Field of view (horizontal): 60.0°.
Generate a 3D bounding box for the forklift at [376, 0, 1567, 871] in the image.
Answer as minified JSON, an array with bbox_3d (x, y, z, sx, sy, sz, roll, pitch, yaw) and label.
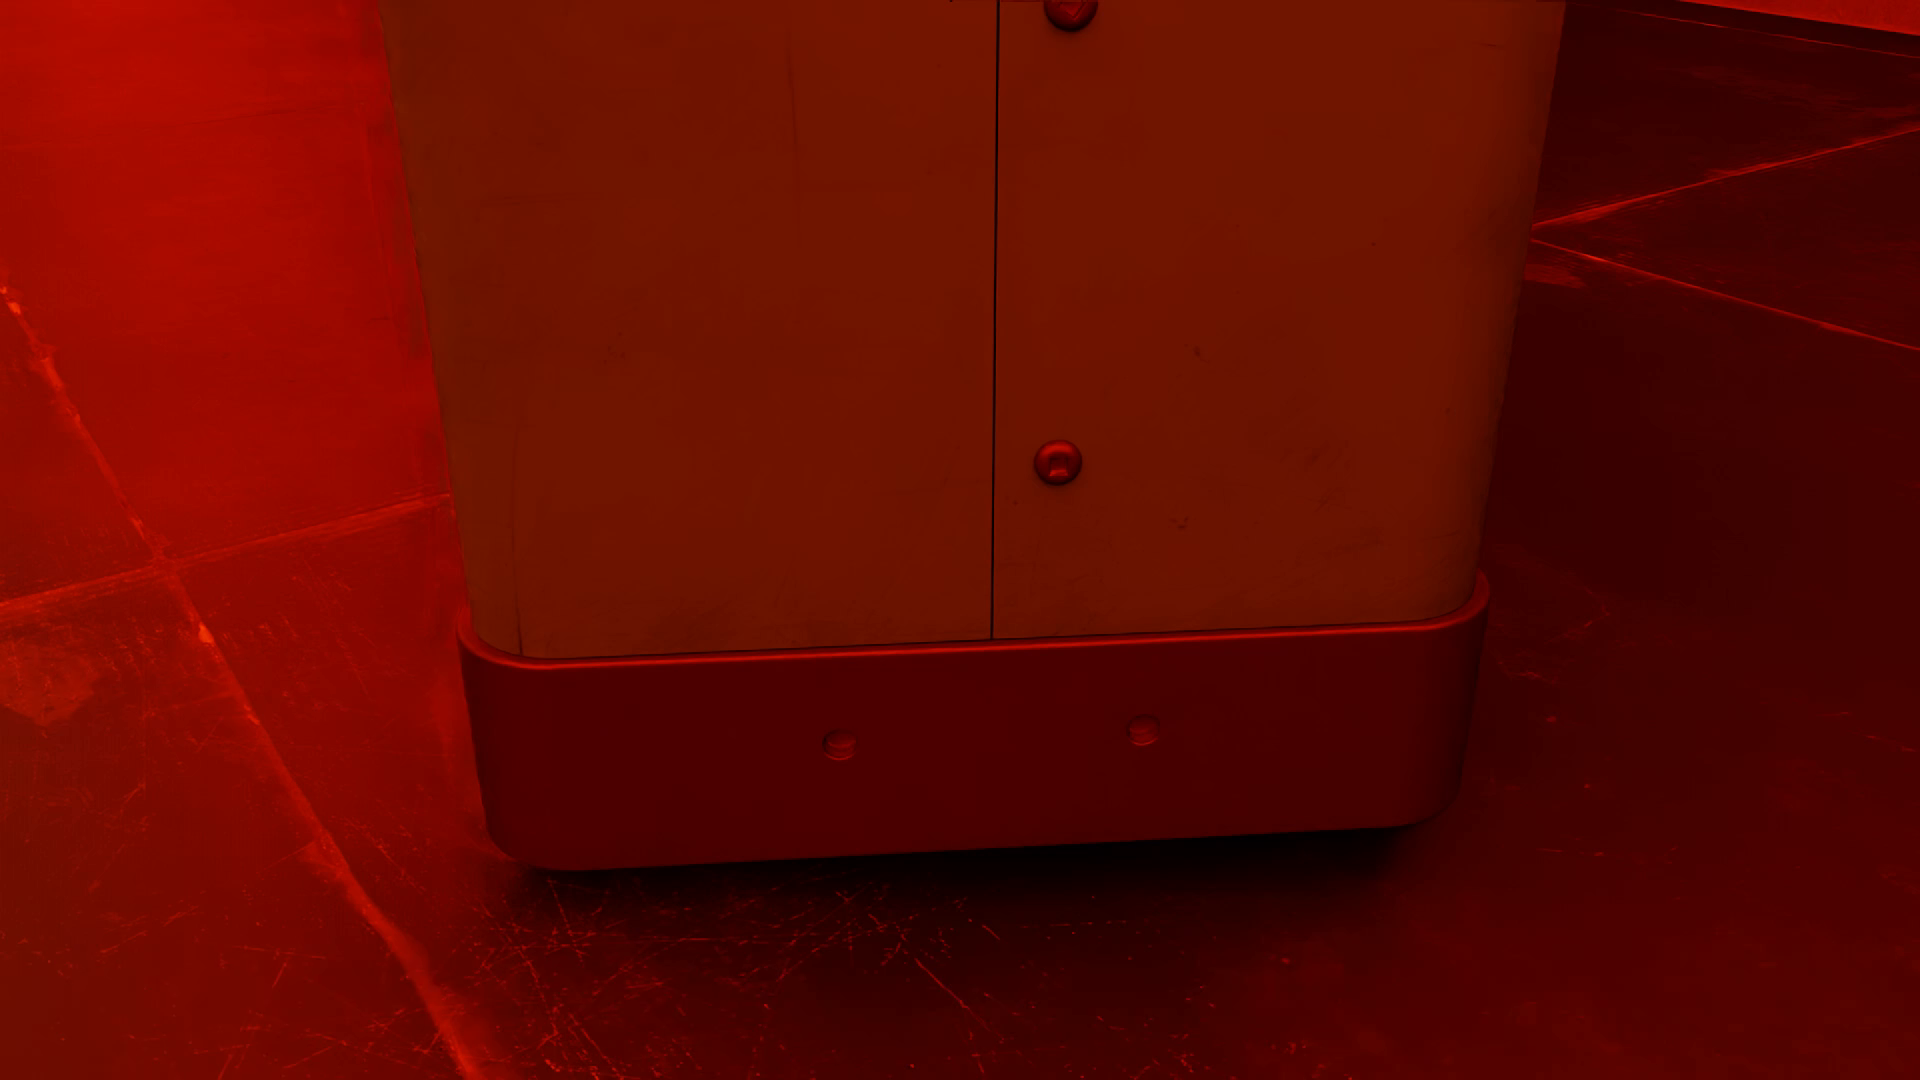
[{"bbox_3d":[-0.099,-1.605,2.430,1.130,2.935,3.031,-2,27,-4],"label":"forklift"}]
